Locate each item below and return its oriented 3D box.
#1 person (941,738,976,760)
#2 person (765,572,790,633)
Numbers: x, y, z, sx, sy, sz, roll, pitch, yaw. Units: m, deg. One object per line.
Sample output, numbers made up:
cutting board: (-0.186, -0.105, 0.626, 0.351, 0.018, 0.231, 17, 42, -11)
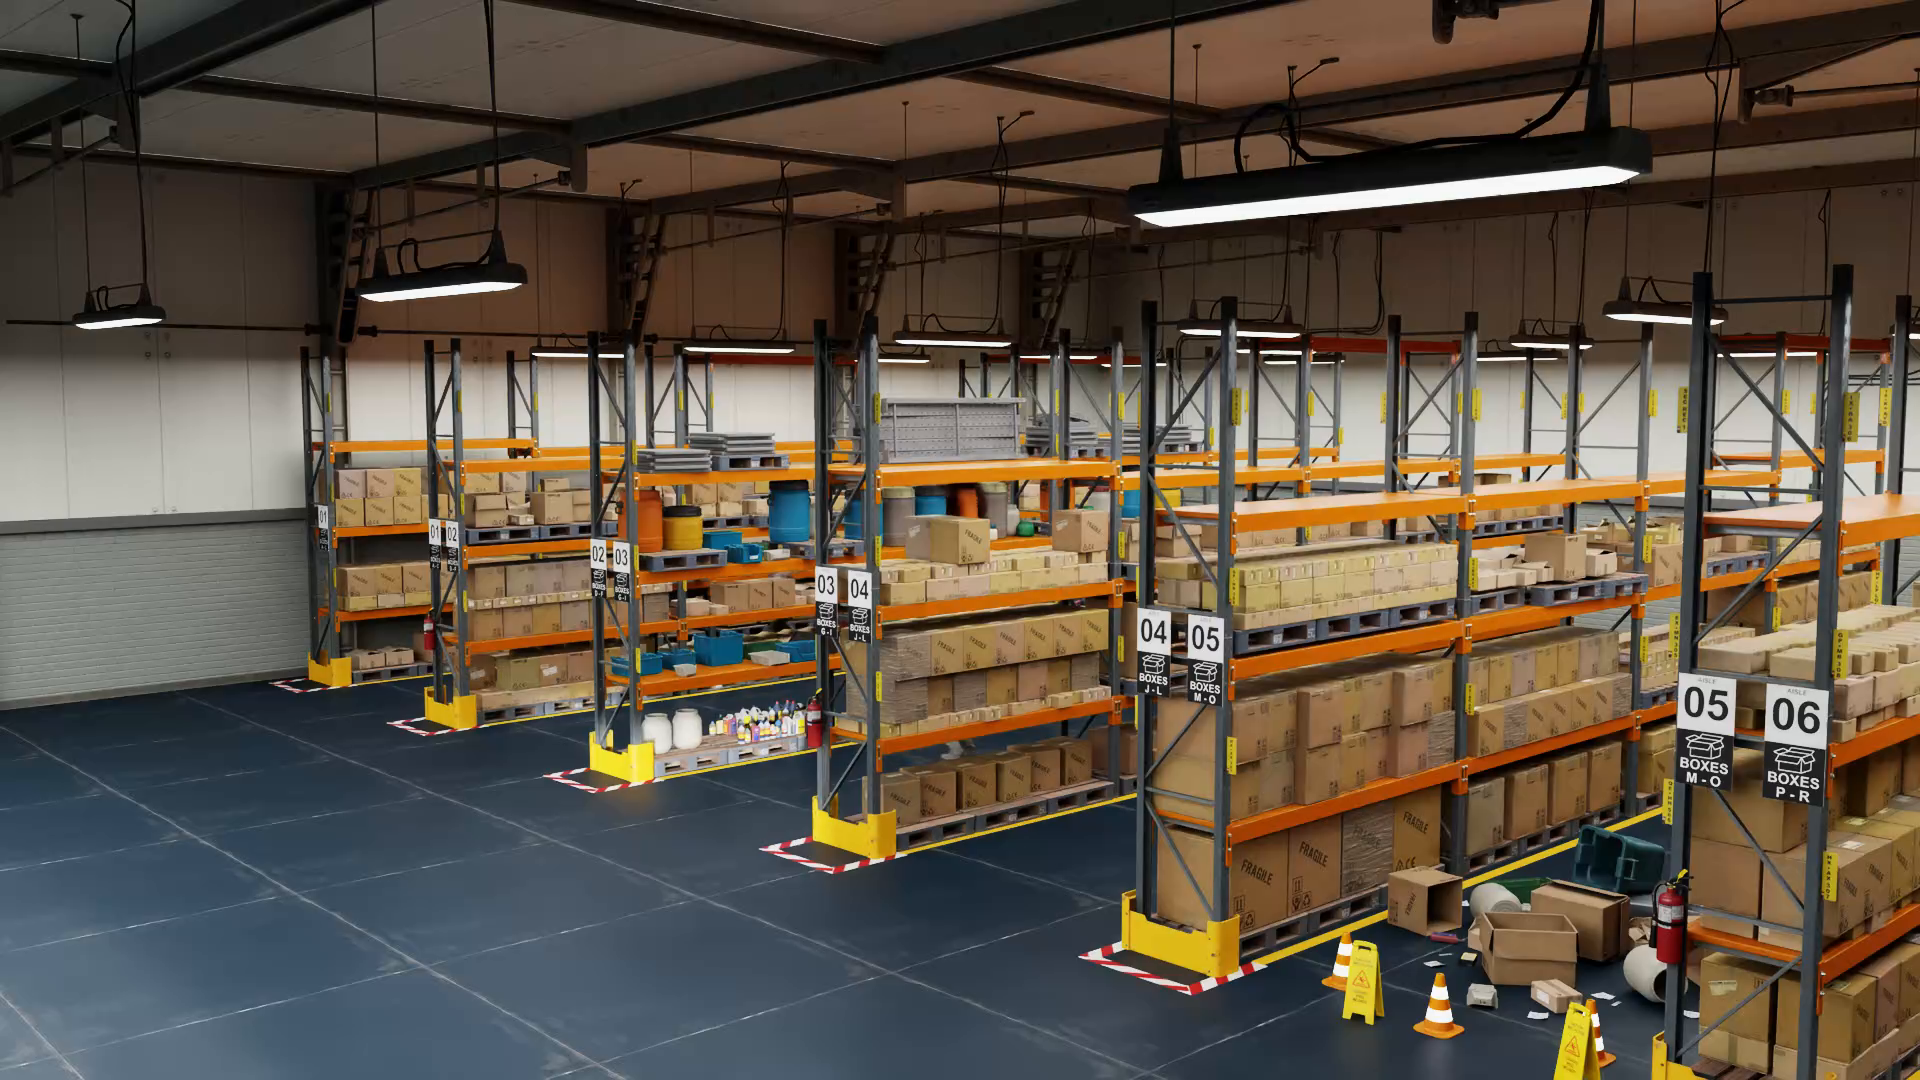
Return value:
person: (0.000, 2.089, 22.258, 0.491, 1.663, 0.575, 4, 6, 37)
person: (-3.834, 1.269, 34.299, 0.539, 1.724, 1.087, 4, 7, 41)
